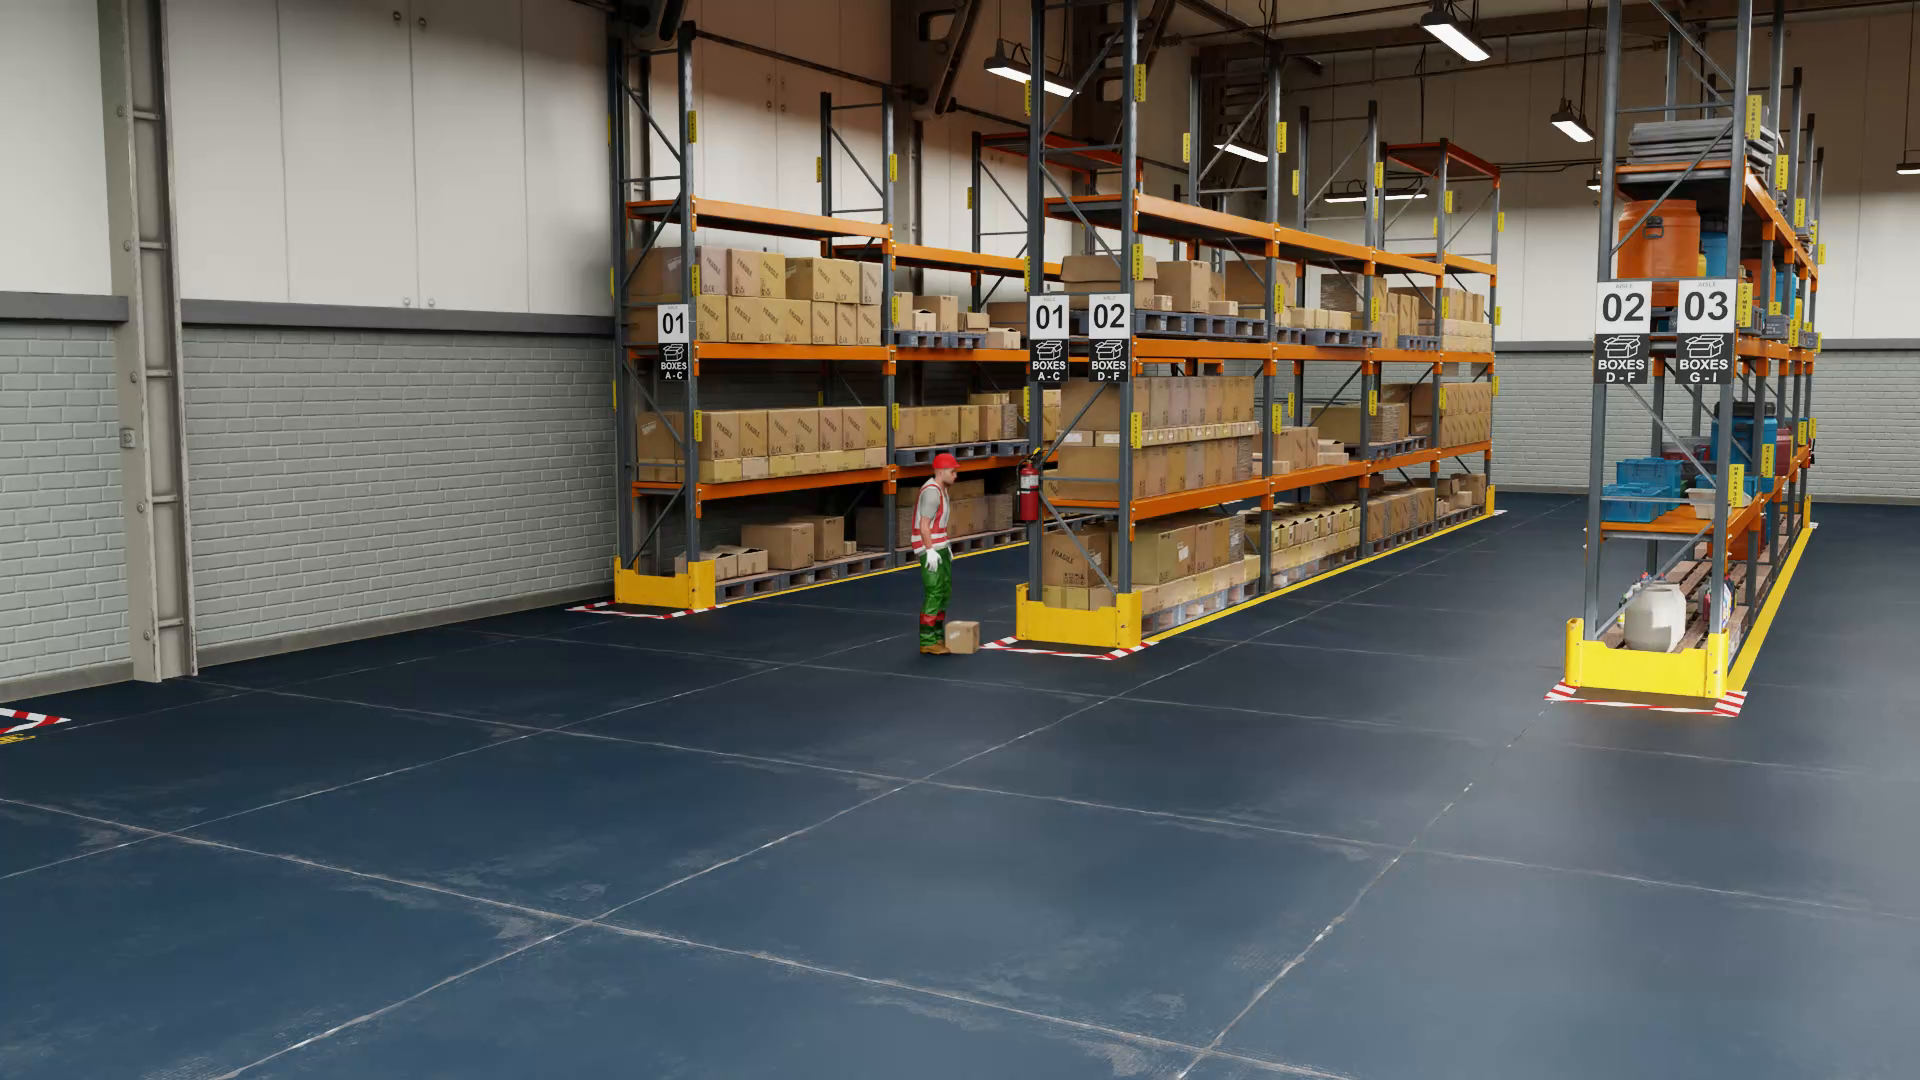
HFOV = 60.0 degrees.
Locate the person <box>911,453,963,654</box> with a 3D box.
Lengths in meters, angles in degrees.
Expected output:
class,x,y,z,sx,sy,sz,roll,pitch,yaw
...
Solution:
class,x,y,z,sx,sy,sz,roll,pitch,yaw
person,-0.199,0.112,14.920,0.451,1.778,0.600,1,6,14
